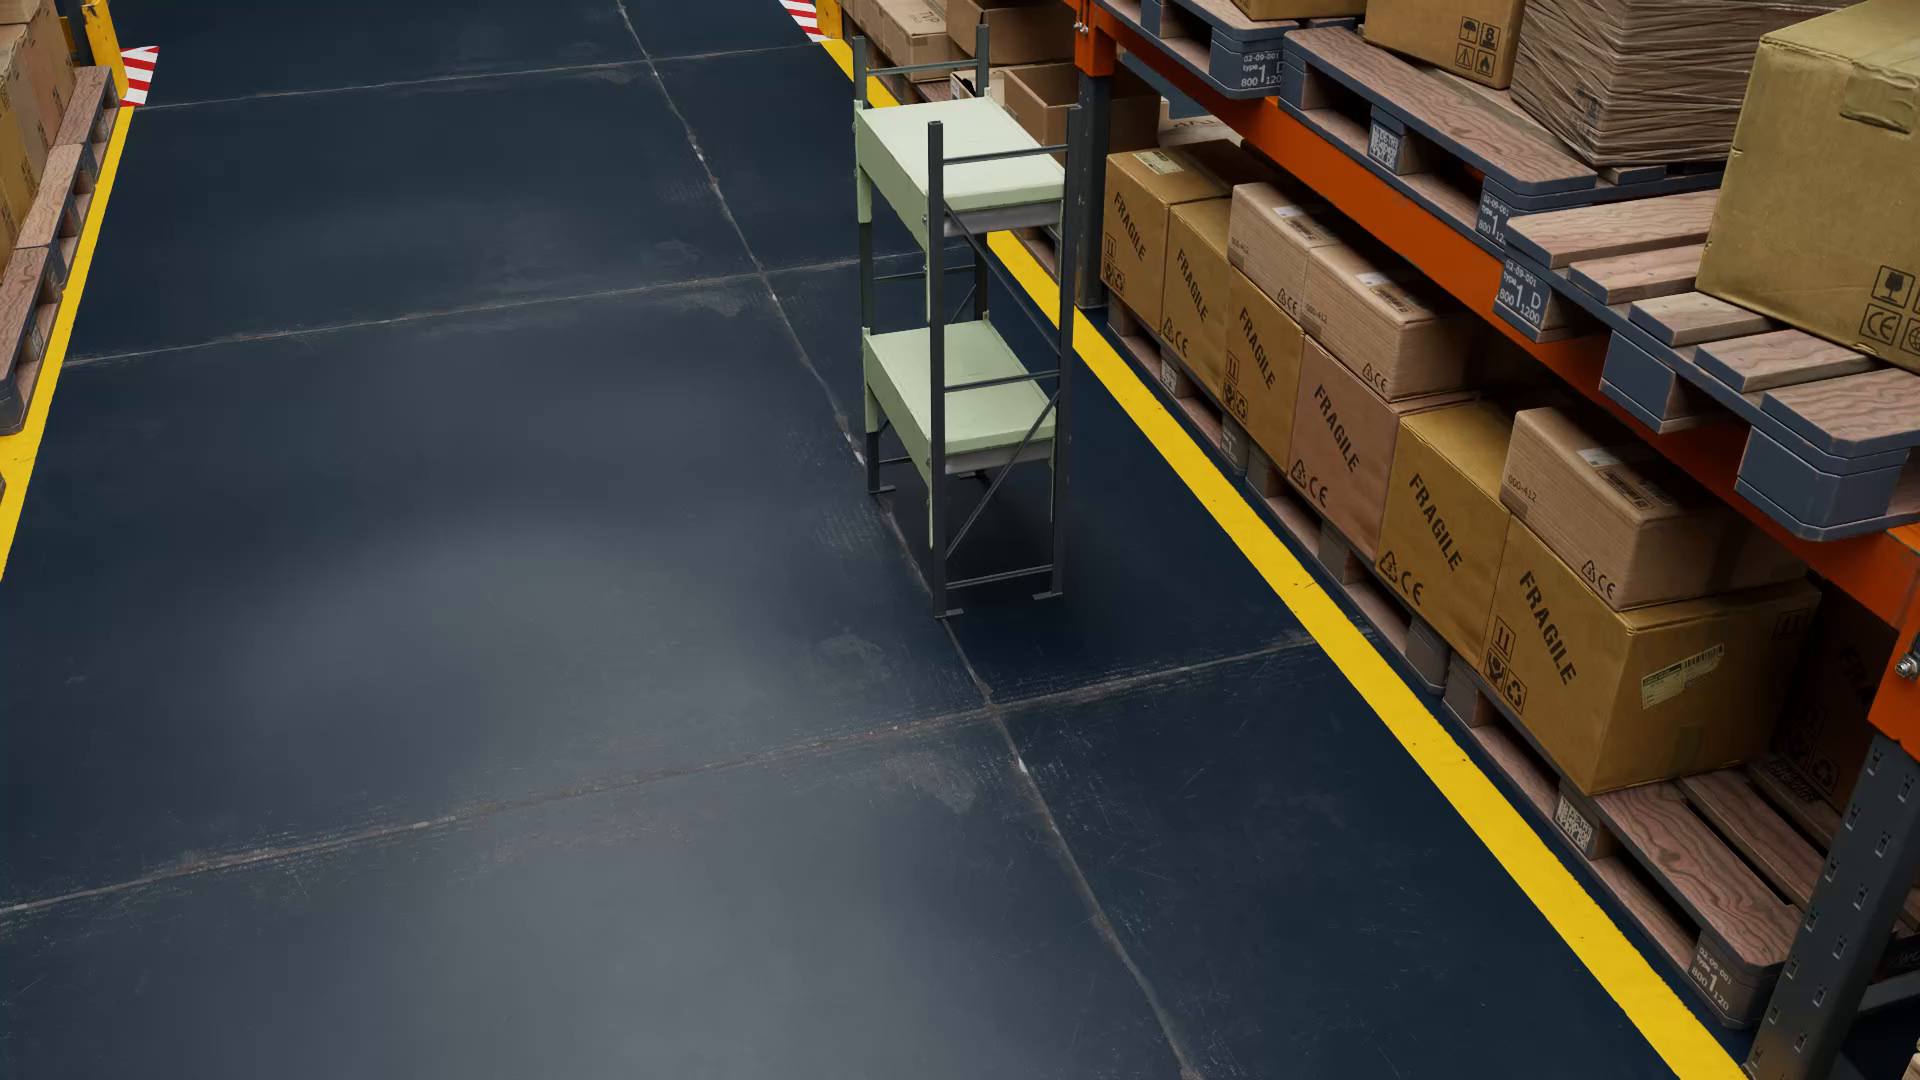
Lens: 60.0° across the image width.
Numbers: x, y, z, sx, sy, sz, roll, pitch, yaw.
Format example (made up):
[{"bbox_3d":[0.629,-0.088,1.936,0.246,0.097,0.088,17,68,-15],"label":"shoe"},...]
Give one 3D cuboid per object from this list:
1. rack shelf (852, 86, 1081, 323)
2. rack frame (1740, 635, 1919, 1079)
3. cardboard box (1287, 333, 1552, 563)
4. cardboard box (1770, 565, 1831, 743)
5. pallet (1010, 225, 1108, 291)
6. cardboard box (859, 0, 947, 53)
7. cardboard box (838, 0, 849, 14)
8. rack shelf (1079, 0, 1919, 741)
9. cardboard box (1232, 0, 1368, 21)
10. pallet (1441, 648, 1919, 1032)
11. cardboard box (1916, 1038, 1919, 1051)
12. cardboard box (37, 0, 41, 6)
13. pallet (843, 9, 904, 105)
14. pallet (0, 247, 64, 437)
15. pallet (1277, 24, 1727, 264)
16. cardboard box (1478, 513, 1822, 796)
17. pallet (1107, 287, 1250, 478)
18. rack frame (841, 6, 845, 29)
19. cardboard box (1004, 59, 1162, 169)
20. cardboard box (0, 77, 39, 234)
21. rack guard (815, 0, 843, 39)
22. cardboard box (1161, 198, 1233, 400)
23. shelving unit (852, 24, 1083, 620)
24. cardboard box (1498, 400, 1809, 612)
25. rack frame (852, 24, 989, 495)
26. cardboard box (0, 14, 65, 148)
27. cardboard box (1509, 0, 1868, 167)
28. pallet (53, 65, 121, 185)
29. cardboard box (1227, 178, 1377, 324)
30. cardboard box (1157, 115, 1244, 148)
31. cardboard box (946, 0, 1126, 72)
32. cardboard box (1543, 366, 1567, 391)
[{"bbox_3d":[0.002,-0.948,4.616,0.431,0.370,0.720,-10,35,-15],"label":"rack shelf"},{"bbox_3d":[2.159,-0.175,2.795,1.000,3.000,0.127,-10,35,-15],"label":"rack frame"},{"bbox_3d":[1.327,-0.314,4.873,0.500,0.500,0.500,-11,35,-17],"label":"cardboard box"},{"bbox_3d":[2.127,0.123,4.211,0.500,0.500,0.500,-11,35,-16],"label":"cardboard box"},{"bbox_3d":[0.730,-1.473,7.288,1.003,0.211,1.213,-10,35,-15],"label":"pallet"},{"bbox_3d":[-0.233,-2.816,8.886,0.500,0.250,0.500,-10,35,-15],"label":"cardboard box"},{"bbox_3d":[-0.481,-3.092,9.396,0.380,0.149,0.250,-10,35,-15],"label":"cardboard box"},{"bbox_3d":[1.549,-0.925,4.582,1.077,0.370,4.000,-10,35,-15],"label":"rack shelf"},{"bbox_3d":[1.140,-1.856,4.866,0.700,0.500,0.500,-5,34,-7],"label":"cardboard box"},{"bbox_3d":[1.967,0.590,4.166,1.003,0.211,1.213,-10,35,-15],"label":"pallet"},{"bbox_3d":[2.039,0.887,2.791,0.500,0.311,0.500,-9,34,-13],"label":"cardboard box"},{"bbox_3d":[-4.476,-2.556,7.696,0.380,0.149,0.250,-10,35,-15],"label":"cardboard box"},{"bbox_3d":[-0.014,-2.754,9.226,1.003,0.211,1.213,-10,35,-15],"label":"pallet"},{"bbox_3d":[-3.935,-0.690,6.102,1.003,0.211,1.213,-10,35,-15],"label":"pallet"},{"bbox_3d":[1.561,-1.116,4.392,1.003,0.211,1.213,-10,35,-15],"label":"pallet"},{"bbox_3d":[1.650,0.232,4.046,0.500,0.500,0.500,-9,34,-13],"label":"cardboard box"},{"bbox_3d":[1.223,-0.691,6.105,1.003,0.211,1.213,-10,35,-15],"label":"pallet"},{"bbox_3d":[-0.281,-4.376,9.151,1.000,3.000,0.127,-10,35,-15],"label":"rack frame"},{"bbox_3d":[0.495,-1.668,6.921,0.500,0.500,0.500,-10,35,-15],"label":"cardboard box"},{"bbox_3d":[-4.213,-1.517,6.711,0.700,0.500,0.500,-9,35,-14],"label":"cardboard box"},{"bbox_3d":[-0.258,-3.293,9.780,1.175,0.500,0.348,-10,35,-15],"label":"rack guard"},{"bbox_3d":[1.028,-0.843,5.673,0.500,0.500,0.500,-10,35,-14],"label":"cardboard box"},{"bbox_3d":[0.002,-0.622,4.831,0.431,1.500,0.755,-10,35,-15],"label":"shelving unit"},{"bbox_3d":[1.629,-0.109,3.883,0.500,0.250,0.500,-9,34,-13],"label":"cardboard box"},{"bbox_3d":[-0.110,-0.814,5.122,0.400,1.500,0.023,-10,35,-15],"label":"rack frame"},{"bbox_3d":[-4.536,-2.060,7.532,0.700,0.500,0.500,-10,35,-15],"label":"cardboard box"},{"bbox_3d":[1.762,-1.216,3.898,0.700,0.500,0.500,-4,34,-6],"label":"cardboard box"},{"bbox_3d":[-4.679,-1.971,8.041,1.003,0.211,1.213,-10,35,-15],"label":"pallet"},{"bbox_3d":[1.159,-0.909,5.093,0.500,0.250,0.500,-10,35,-15],"label":"cardboard box"},{"bbox_3d":[1.017,-1.594,6.981,0.500,0.311,0.500,-10,35,-15],"label":"cardboard box"},{"bbox_3d":[0.361,-2.403,8.031,0.797,0.503,0.637,-10,35,-15],"label":"cardboard box"},{"bbox_3d":[1.815,-0.414,5.025,0.500,0.500,0.500,-11,35,-16],"label":"cardboard box"}]
